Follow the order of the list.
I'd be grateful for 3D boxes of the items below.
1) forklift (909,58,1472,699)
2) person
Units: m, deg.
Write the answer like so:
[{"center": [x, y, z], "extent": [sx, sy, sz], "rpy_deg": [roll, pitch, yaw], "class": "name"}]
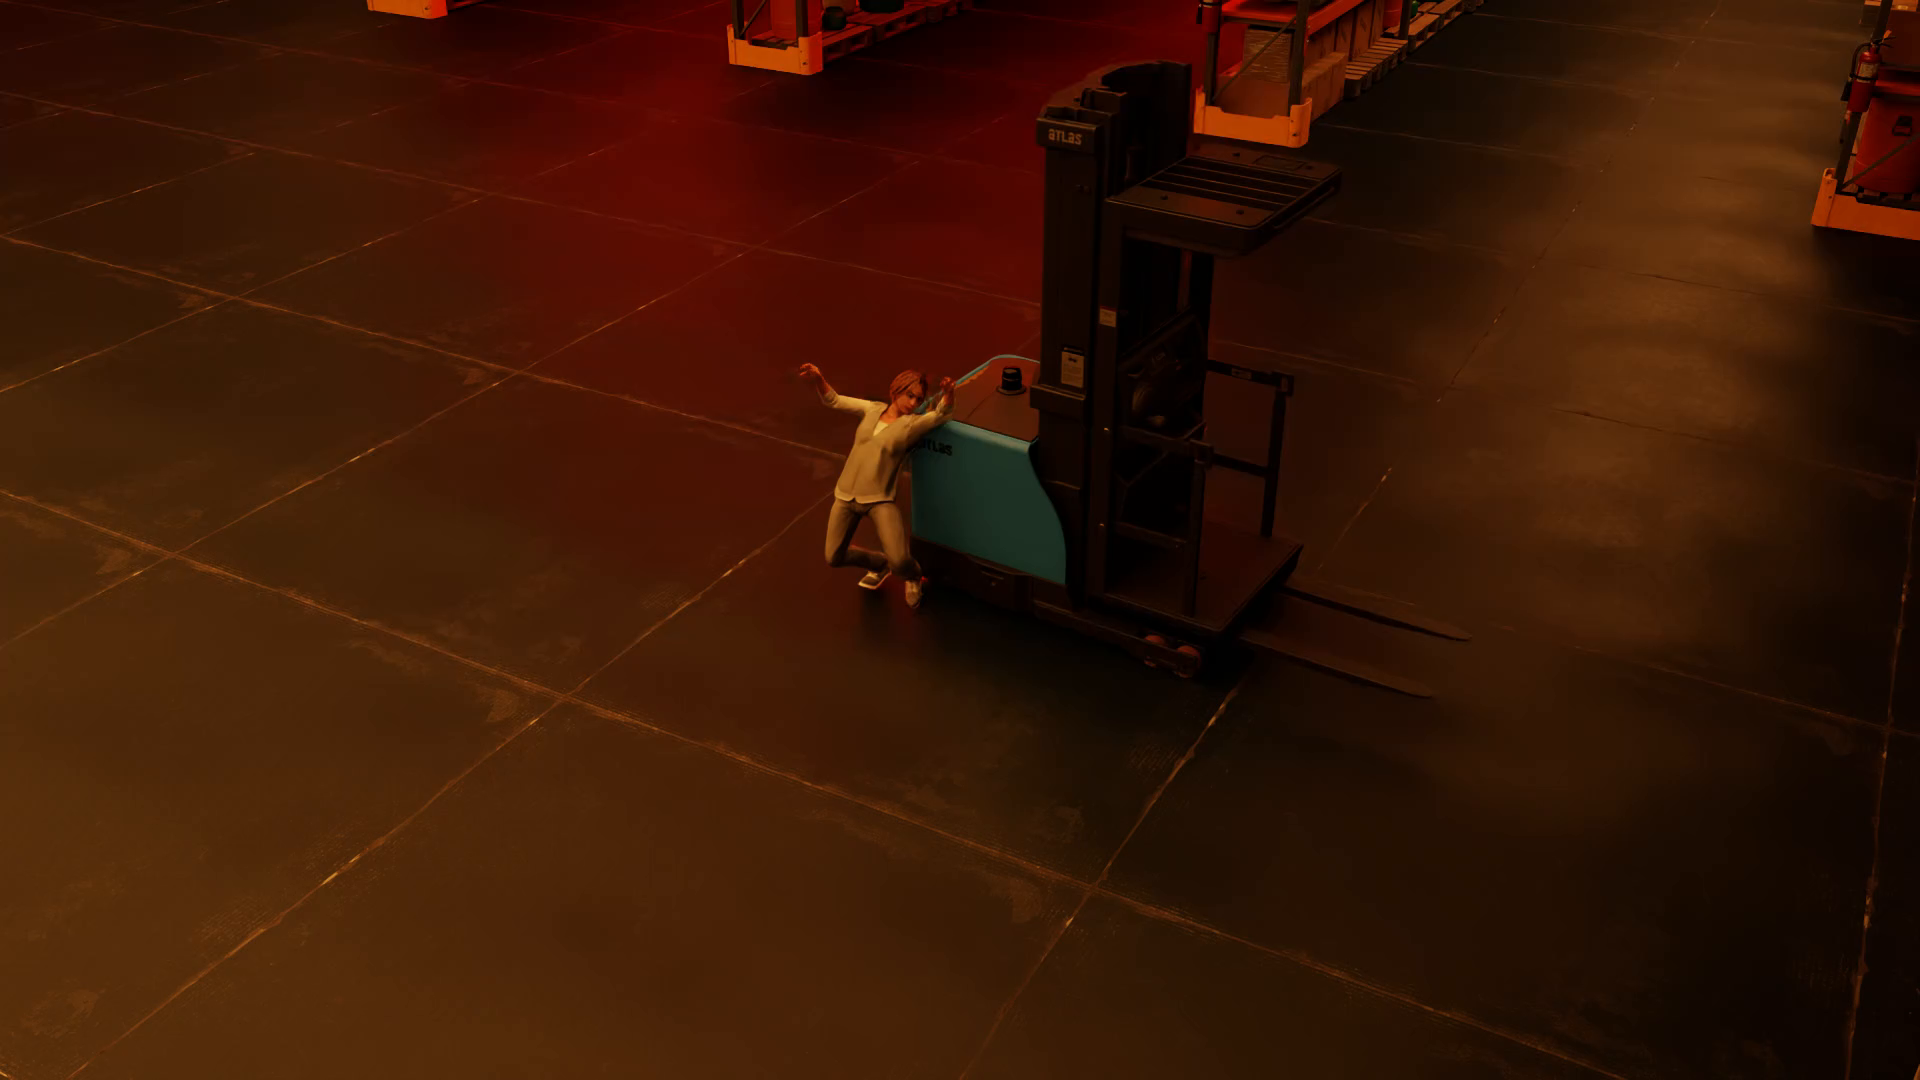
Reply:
[{"center": [1.224, -0.848, 8.540], "extent": [3.031, 2.935, 1.130], "rpy_deg": [18, 35, 28], "class": "forklift"}, {"center": [-0.366, -0.308, 9.043], "extent": [0.821, 1.479, 0.666], "rpy_deg": [15, 33, 24], "class": "person"}]
